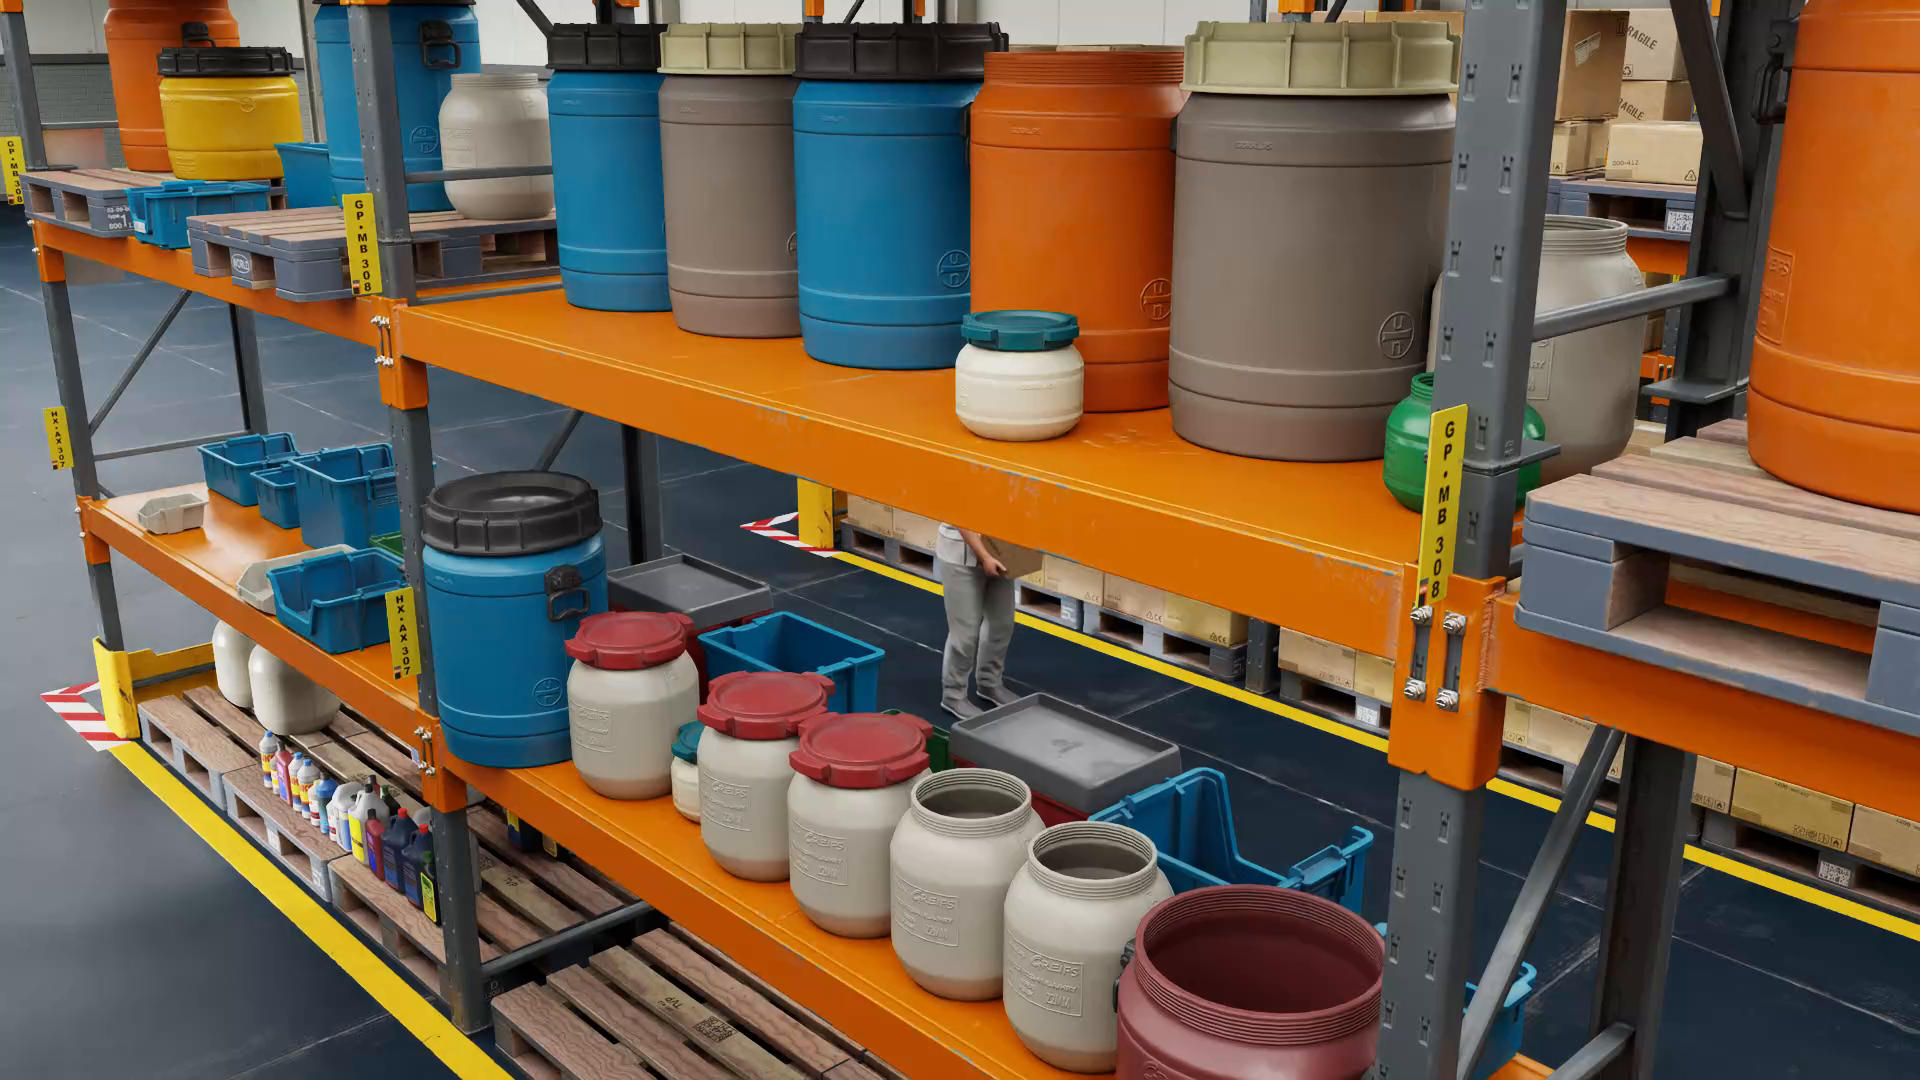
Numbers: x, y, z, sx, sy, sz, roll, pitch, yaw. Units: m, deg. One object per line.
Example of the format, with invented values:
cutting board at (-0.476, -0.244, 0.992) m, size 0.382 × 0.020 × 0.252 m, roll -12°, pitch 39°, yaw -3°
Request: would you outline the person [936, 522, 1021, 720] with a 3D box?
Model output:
person at (0.160, 0.113, 9.138) m, size 0.494 × 1.767 × 0.573 m, roll -15°, pitch 23°, yaw -40°
